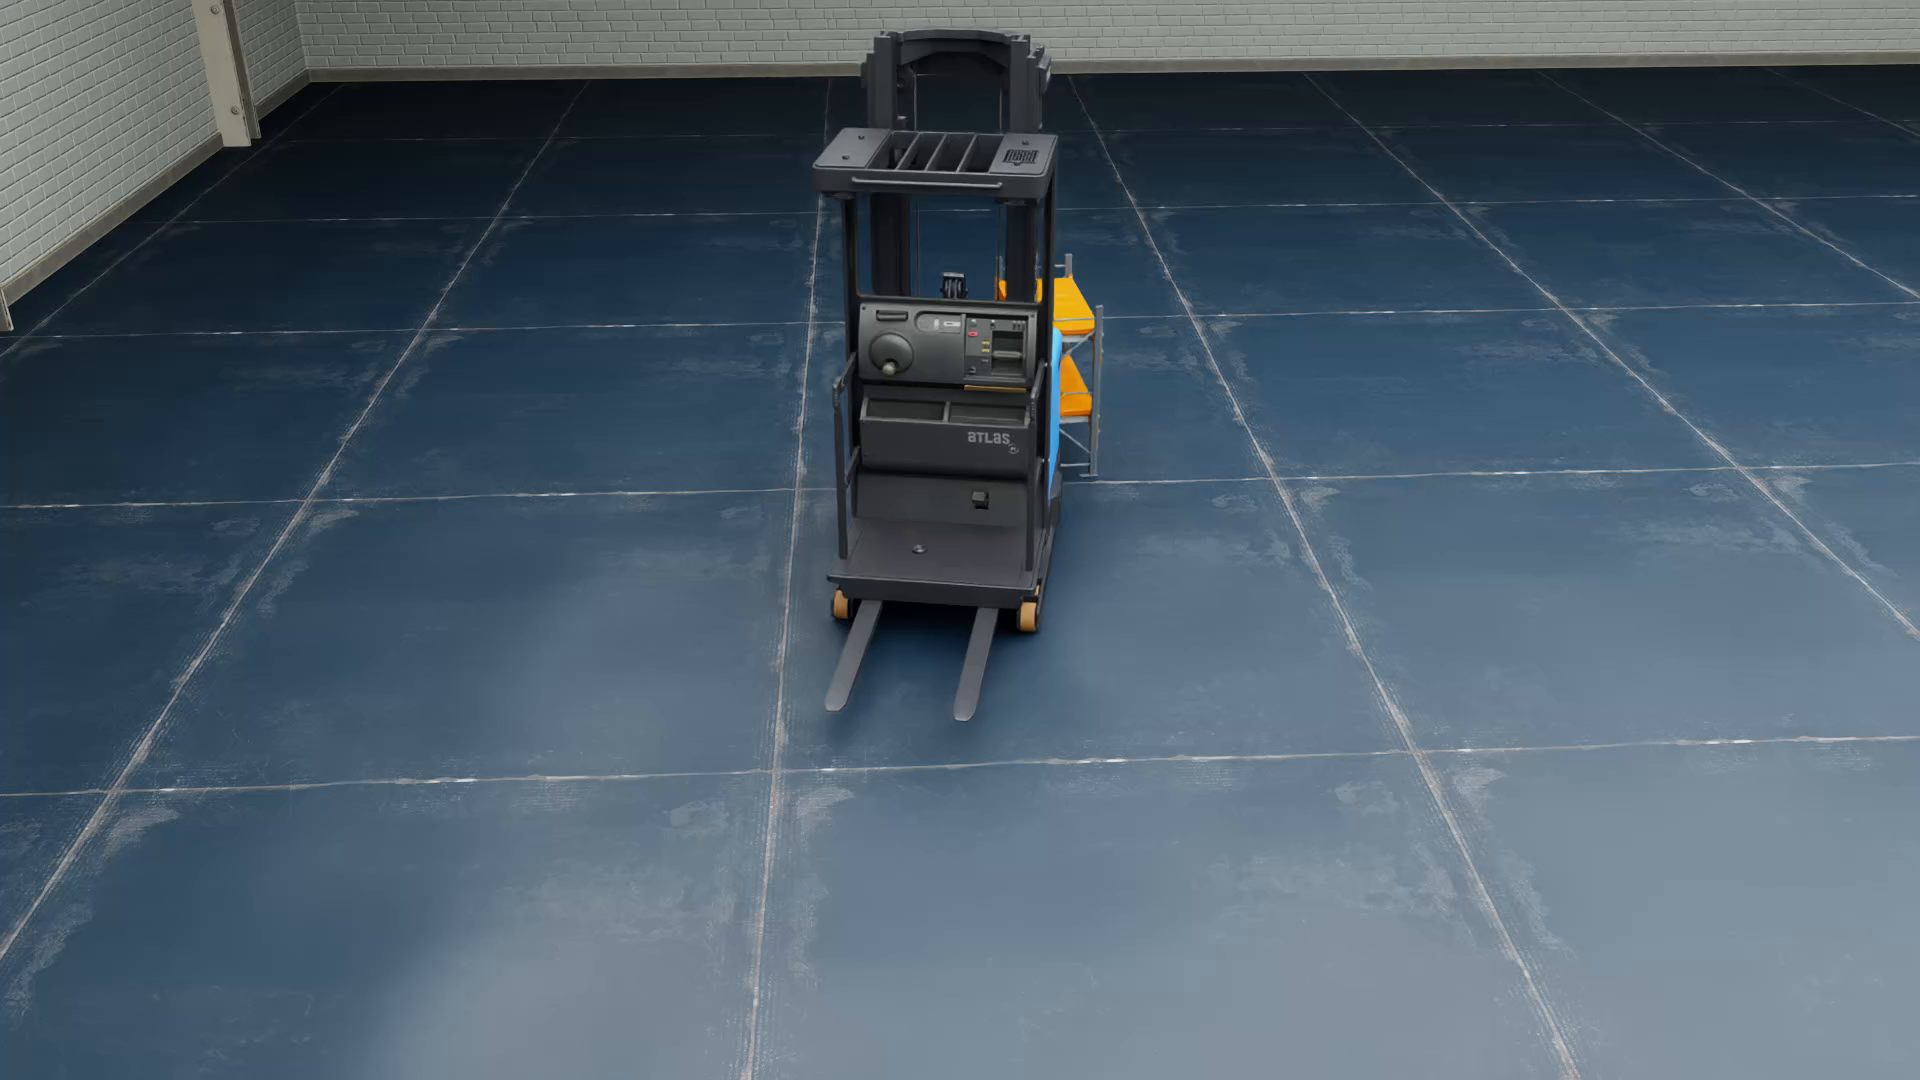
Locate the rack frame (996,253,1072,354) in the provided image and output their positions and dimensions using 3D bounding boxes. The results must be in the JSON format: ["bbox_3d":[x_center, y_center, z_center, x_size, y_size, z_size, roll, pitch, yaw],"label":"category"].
[{"bbox_3d":[0.487,-1.364,11.148,0.500,1.125,0.032,-3,28,-6],"label":"rack frame"}]

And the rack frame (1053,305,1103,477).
[{"bbox_3d":[0.612,-0.897,10.253,0.500,1.125,0.032,-3,28,-6],"label":"rack frame"}]

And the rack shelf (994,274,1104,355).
[{"bbox_3d":[0.549,-1.390,10.565,0.538,0.278,1.000,-3,28,-6],"label":"rack shelf"}]

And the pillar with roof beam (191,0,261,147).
[{"bbox_3d":[-3.495,-8.413,16.149,9.100,9.000,0.400,-1,28,-3],"label":"pillar with roof beam"}]

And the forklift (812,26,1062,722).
[{"bbox_3d":[-0.092,-0.982,8.462,1.130,2.935,3.031,4,28,7],"label":"forklift"}]

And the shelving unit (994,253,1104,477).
[{"bbox_3d":[0.549,-1.130,10.701,0.538,1.125,1.048,-3,28,-6],"label":"shelving unit"}]

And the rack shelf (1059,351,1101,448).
[{"bbox_3d":[0.549,-0.913,10.814,0.538,0.278,1.000,-3,28,-6],"label":"rack shelf"}]

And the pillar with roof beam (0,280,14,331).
[{"bbox_3d":[-3.181,-5.642,10.836,9.100,9.000,0.400,-1,28,-3],"label":"pillar with roof beam"}]
